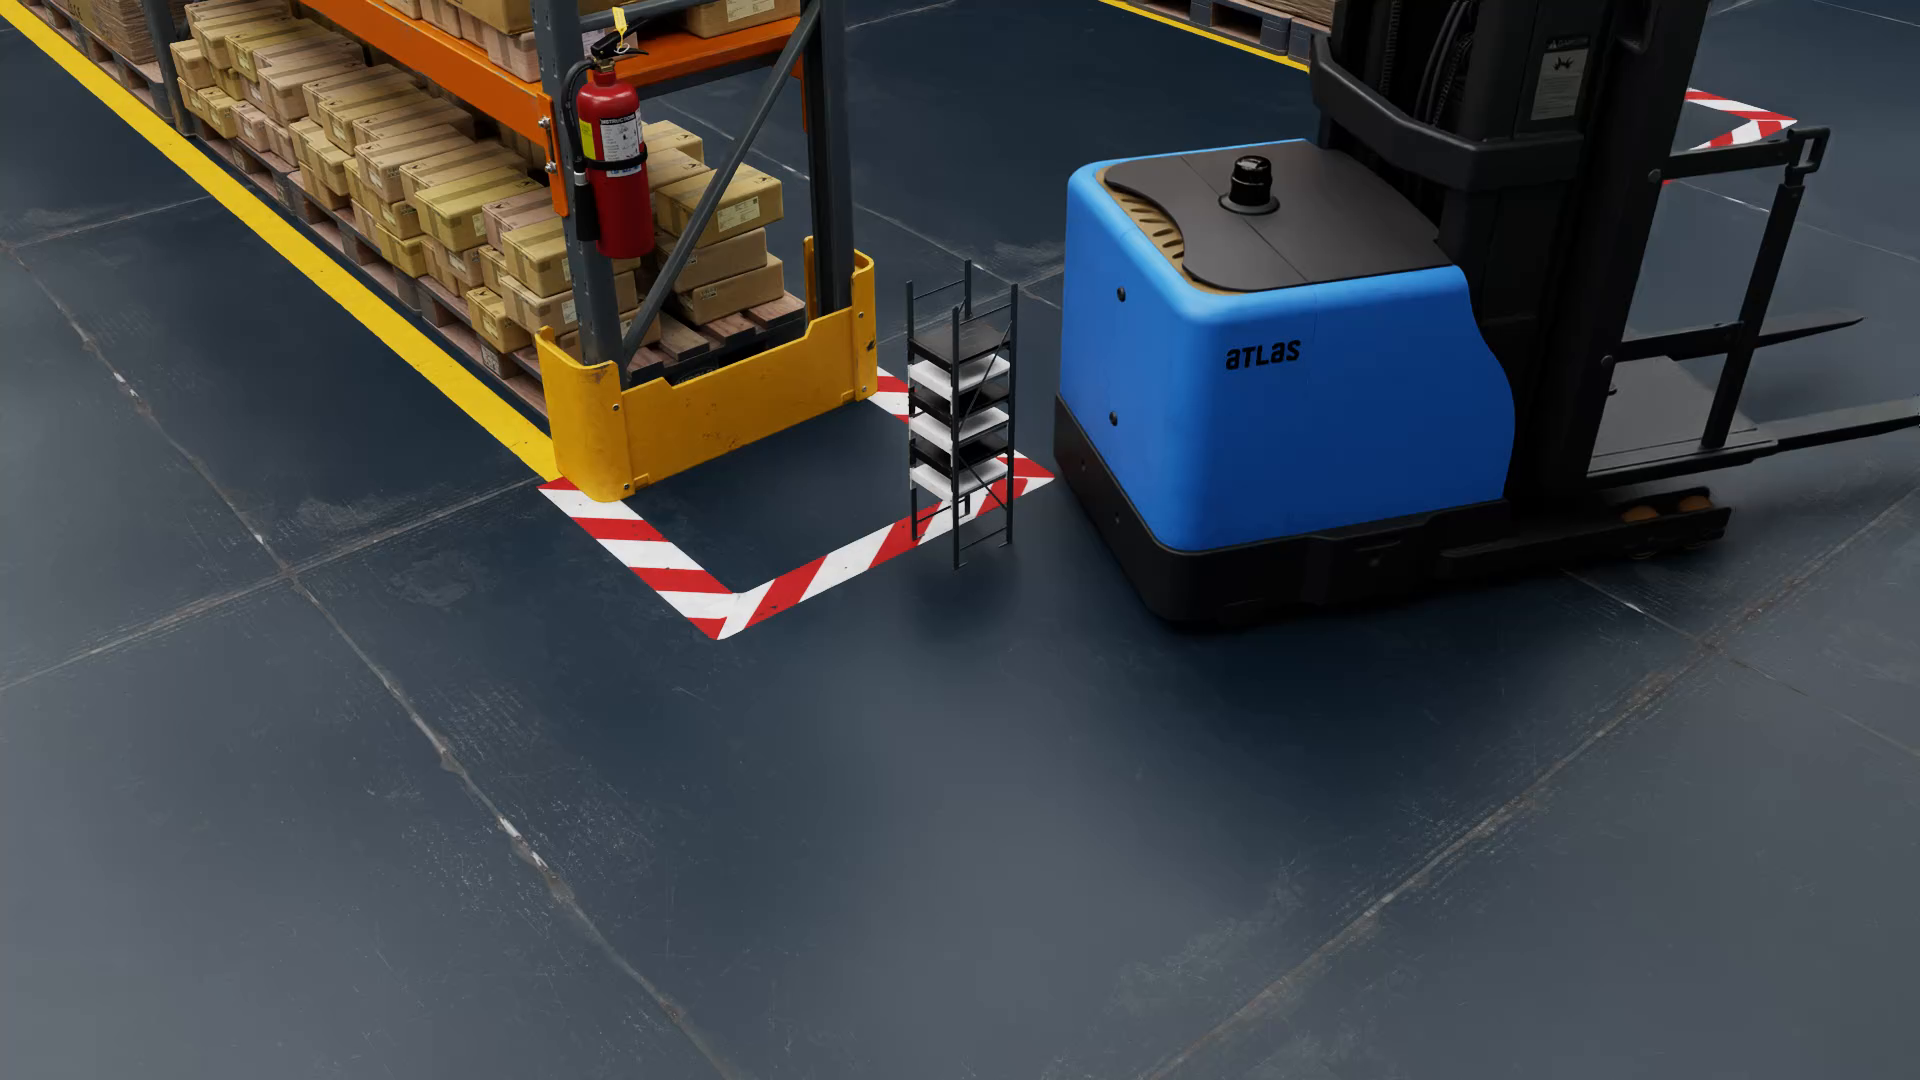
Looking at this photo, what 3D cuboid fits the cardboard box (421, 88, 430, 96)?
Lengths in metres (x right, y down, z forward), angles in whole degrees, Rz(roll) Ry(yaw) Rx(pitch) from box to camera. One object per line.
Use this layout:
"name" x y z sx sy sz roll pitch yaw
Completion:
"cardboard box" -2.119 -1.860 7.126 0.380 0.149 0.250 -28 44 -34

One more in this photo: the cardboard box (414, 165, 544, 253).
"cardboard box" -1.696 -1.179 5.908 0.380 0.149 0.250 -27 43 -33

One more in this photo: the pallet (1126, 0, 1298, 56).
"pallet" 1.717 -3.119 9.472 1.003 0.211 1.213 -26 43 -32

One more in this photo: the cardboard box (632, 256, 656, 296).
"cardboard box" -1.104 -1.033 6.217 0.380 0.149 0.250 -26 43 -32

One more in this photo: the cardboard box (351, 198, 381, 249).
"cardboard box" -2.168 -1.298 6.591 0.380 0.149 0.250 -25 42 -31

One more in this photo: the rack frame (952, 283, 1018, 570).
"rack frame" 0.071 -0.319 4.921 0.240 0.900 0.006 -26 43 -32

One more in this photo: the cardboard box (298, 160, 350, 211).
"cardboard box" -2.502 -1.525 6.912 0.380 0.149 0.250 -27 44 -33

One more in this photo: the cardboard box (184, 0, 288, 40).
"cardboard box" -3.296 -2.377 7.600 0.380 0.149 0.250 -24 42 -30

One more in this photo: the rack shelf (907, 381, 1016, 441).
"rack shelf" 0.005 -0.410 4.952 0.258 0.077 0.200 -26 43 -32

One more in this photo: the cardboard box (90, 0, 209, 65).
"cardboard box" -4.030 -2.740 8.323 0.500 0.500 0.500 -27 43 -33

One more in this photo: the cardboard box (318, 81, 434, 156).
"cardboard box" -2.307 -1.678 6.612 0.380 0.149 0.250 -26 43 -32

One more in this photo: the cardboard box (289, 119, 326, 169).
"cardboard box" -2.508 -1.648 6.827 0.380 0.149 0.250 -26 43 -32

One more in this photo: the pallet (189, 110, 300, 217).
"pallet" -2.899 -1.934 7.799 1.003 0.211 1.213 -26 43 -32

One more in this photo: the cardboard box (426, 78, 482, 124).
"cardboard box" -1.957 -1.847 6.852 0.380 0.149 0.250 -26 43 -32

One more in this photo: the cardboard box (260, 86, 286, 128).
"cardboard box" -2.782 -1.913 7.202 0.380 0.149 0.250 -28 44 -34

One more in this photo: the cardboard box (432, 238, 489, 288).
"cardboard box" -1.674 -1.074 6.018 0.380 0.149 0.250 -28 44 -33

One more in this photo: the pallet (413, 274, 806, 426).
"pallet" -1.325 -0.857 6.278 1.003 0.211 1.213 -26 43 -32

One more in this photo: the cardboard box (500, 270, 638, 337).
"cardboard box" -1.337 -0.846 5.695 0.380 0.149 0.250 -27 44 -33

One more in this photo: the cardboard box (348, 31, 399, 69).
"cardboard box" -2.462 -2.198 7.346 0.380 0.149 0.250 -25 42 -30

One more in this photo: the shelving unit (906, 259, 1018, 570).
"shelving unit" 0.005 -0.364 4.985 0.258 0.900 0.210 -26 43 -32

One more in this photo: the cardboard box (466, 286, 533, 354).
"cardboard box" -1.521 -0.828 5.927 0.380 0.149 0.250 -25 42 -30

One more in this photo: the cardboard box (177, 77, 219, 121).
"cardboard box" -3.370 -2.083 7.699 0.380 0.149 0.250 -28 44 -34

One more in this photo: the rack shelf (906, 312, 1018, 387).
"rack shelf" 0.005 -0.557 4.848 0.258 0.077 0.200 -26 43 -32

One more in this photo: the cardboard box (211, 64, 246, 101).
"cardboard box" -3.139 -2.127 7.505 0.380 0.149 0.250 -26 43 -31

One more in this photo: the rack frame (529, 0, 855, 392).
"rack frame" -0.779 -1.590 4.899 1.000 3.000 0.127 -26 43 -32

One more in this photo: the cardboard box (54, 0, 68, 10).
"cardboard box" -4.688 -3.195 8.965 0.500 0.500 0.500 -27 43 -33

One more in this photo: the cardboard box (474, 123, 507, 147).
"cardboard box" -1.813 -1.603 6.764 0.380 0.149 0.250 -24 42 -30

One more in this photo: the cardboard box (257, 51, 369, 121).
"cardboard box" -2.675 -1.891 6.913 0.380 0.149 0.250 -25 42 -31

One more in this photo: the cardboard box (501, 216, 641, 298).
"cardboard box" -1.314 -0.980 5.627 0.380 0.149 0.250 -25 43 -31

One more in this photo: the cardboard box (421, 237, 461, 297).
"cardboard box" -1.795 -1.081 6.284 0.380 0.149 0.250 -26 43 -31

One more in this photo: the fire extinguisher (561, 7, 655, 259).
"fire extinguisher" -0.969 -1.123 4.629 0.296 0.674 0.183 -26 43 -32

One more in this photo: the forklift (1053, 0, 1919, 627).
"forklift" 1.884 -1.420 4.719 3.031 2.935 1.130 -10 36 -13

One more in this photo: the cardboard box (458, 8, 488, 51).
"cardboard box" -1.337 -1.650 5.201 0.380 0.149 0.250 -26 43 -32

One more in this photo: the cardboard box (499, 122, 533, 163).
"cardboard box" -1.587 -1.639 6.557 0.380 0.149 0.250 -24 42 -30

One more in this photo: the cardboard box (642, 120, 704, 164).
"cardboard box" -1.192 -1.434 6.269 0.380 0.149 0.250 -26 43 -32

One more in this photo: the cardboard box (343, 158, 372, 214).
"cardboard box" -2.169 -1.418 6.503 0.380 0.149 0.250 -24 42 -30

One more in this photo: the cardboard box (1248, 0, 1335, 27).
"cardboard box" 2.014 -3.354 8.865 0.875 0.875 0.875 -26 43 -32

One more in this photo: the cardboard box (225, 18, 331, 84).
"cardboard box" -2.963 -2.140 7.265 0.380 0.149 0.250 -27 43 -32

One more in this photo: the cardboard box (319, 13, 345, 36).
"cardboard box" -2.736 -2.448 7.700 0.380 0.149 0.250 -25 43 -31

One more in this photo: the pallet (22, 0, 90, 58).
"pallet" -4.655 -3.100 9.444 1.003 0.211 1.213 -26 43 -32

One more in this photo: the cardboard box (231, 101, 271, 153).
"cardboard box" -2.998 -1.875 7.406 0.380 0.149 0.250 -26 43 -32

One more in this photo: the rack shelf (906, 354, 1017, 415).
"rack shelf" 0.005 -0.483 4.900 0.258 0.077 0.200 -26 43 -32

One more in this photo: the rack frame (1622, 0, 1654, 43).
"rack frame" 3.076 -3.395 7.448 1.000 3.000 0.127 -26 43 -32

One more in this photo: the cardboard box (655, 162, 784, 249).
"cardboard box" -0.857 -1.198 5.935 0.380 0.149 0.250 -28 44 -34

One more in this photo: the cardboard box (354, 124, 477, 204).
"cardboard box" -2.031 -1.415 6.241 0.380 0.149 0.250 -24 42 -30

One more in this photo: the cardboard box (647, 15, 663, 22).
"cardboard box" -0.933 -1.849 5.483 0.380 0.149 0.250 -24 42 -30

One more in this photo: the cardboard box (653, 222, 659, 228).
"cardboard box" -1.054 -1.188 6.178 0.380 0.149 0.250 -26 43 -32

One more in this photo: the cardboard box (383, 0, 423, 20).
"cardboard box" -1.693 -1.859 5.496 0.380 0.149 0.250 -25 42 -31

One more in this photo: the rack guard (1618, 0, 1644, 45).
"rack guard" 3.091 -2.364 8.156 1.175 0.500 0.348 -26 43 -32
